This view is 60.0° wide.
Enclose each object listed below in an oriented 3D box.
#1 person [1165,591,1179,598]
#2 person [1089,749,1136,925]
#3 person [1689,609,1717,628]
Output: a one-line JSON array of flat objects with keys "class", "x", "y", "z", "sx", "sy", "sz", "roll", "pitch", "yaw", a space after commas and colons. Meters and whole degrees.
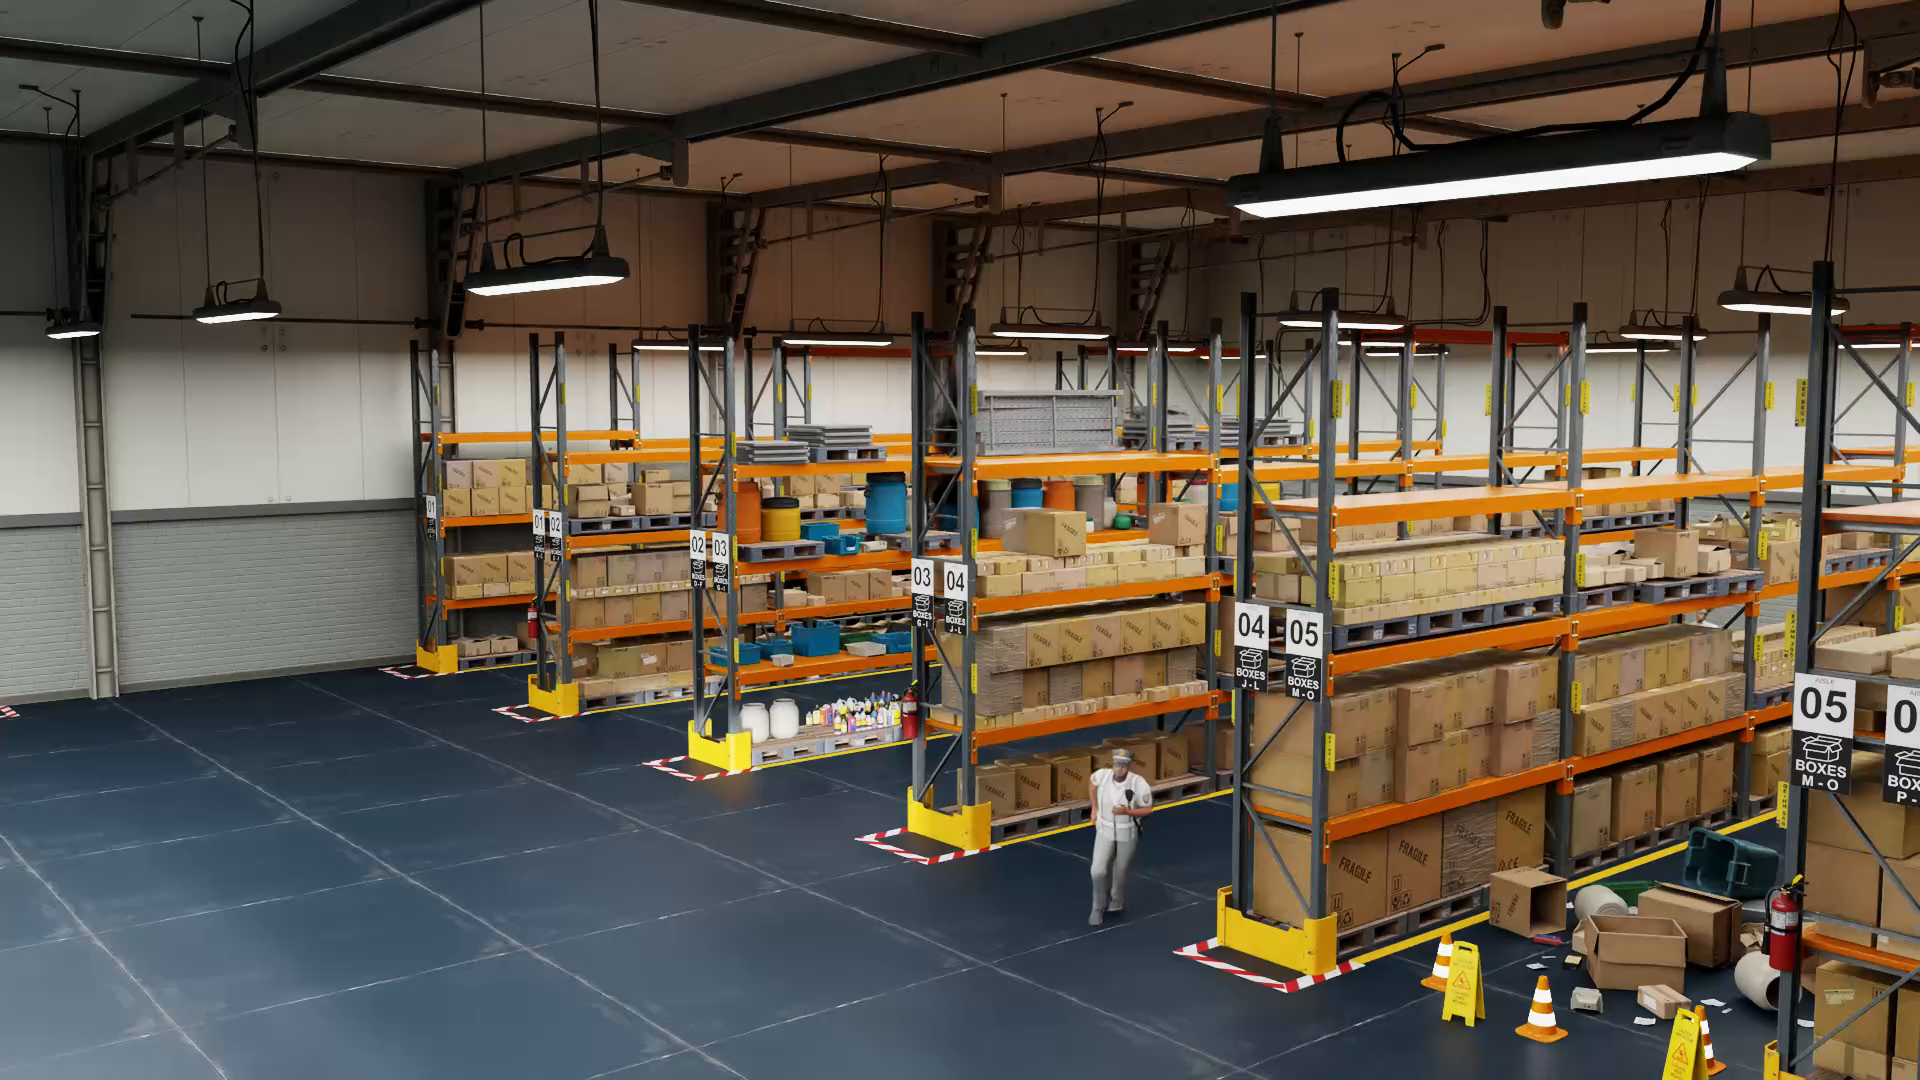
[{"class": "person", "x": 4.307, "y": 1.284, "z": 32.670, "sx": 0.616, "sy": 1.740, "sz": 0.683, "roll": -5, "pitch": 7, "yaw": -44}, {"class": "person", "x": 1.492, "y": 2.849, "z": 16.069, "sx": 0.444, "sy": 1.825, "sz": 0.691, "roll": 1, "pitch": 5, "yaw": 13}, {"class": "person", "x": 11.943, "y": 1.863, "z": 26.809, "sx": 0.401, "sy": 1.659, "sz": 0.605, "roll": -4, "pitch": 7, "yaw": -39}]
